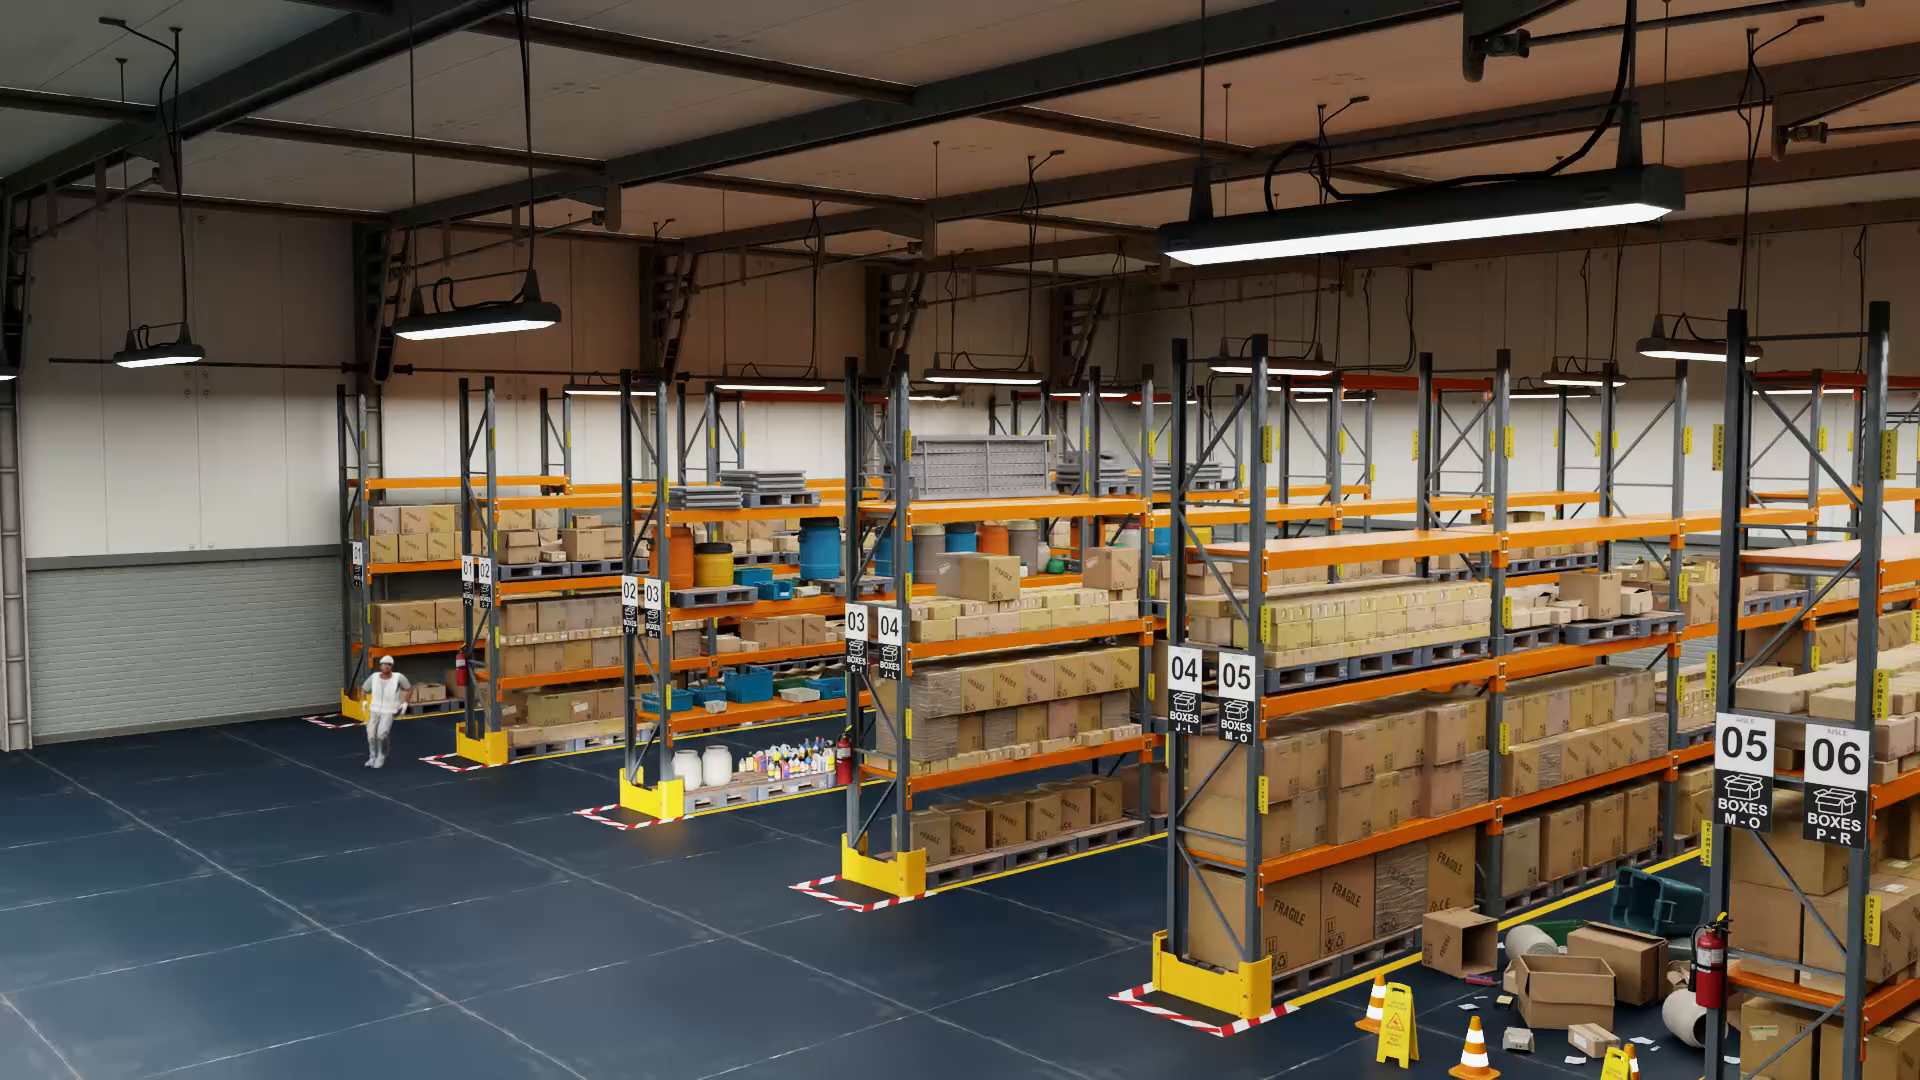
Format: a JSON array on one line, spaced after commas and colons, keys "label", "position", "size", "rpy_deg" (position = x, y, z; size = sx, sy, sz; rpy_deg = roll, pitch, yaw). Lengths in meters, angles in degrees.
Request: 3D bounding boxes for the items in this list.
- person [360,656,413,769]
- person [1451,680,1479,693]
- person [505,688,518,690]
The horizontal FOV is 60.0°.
[{"label": "person", "position": [-8.793, 2.628, 25.381], "size": [0.745, 1.735, 0.606], "rpy_deg": [0, 4, 0]}, {"label": "person", "position": [7.186, 2.718, 23.768], "size": [0.801, 1.841, 0.682], "rpy_deg": [-4, 5, -43]}, {"label": "person", "position": [-7.674, 2.431, 28.235], "size": [0.657, 1.846, 0.768], "rpy_deg": [3, 5, 42]}]
